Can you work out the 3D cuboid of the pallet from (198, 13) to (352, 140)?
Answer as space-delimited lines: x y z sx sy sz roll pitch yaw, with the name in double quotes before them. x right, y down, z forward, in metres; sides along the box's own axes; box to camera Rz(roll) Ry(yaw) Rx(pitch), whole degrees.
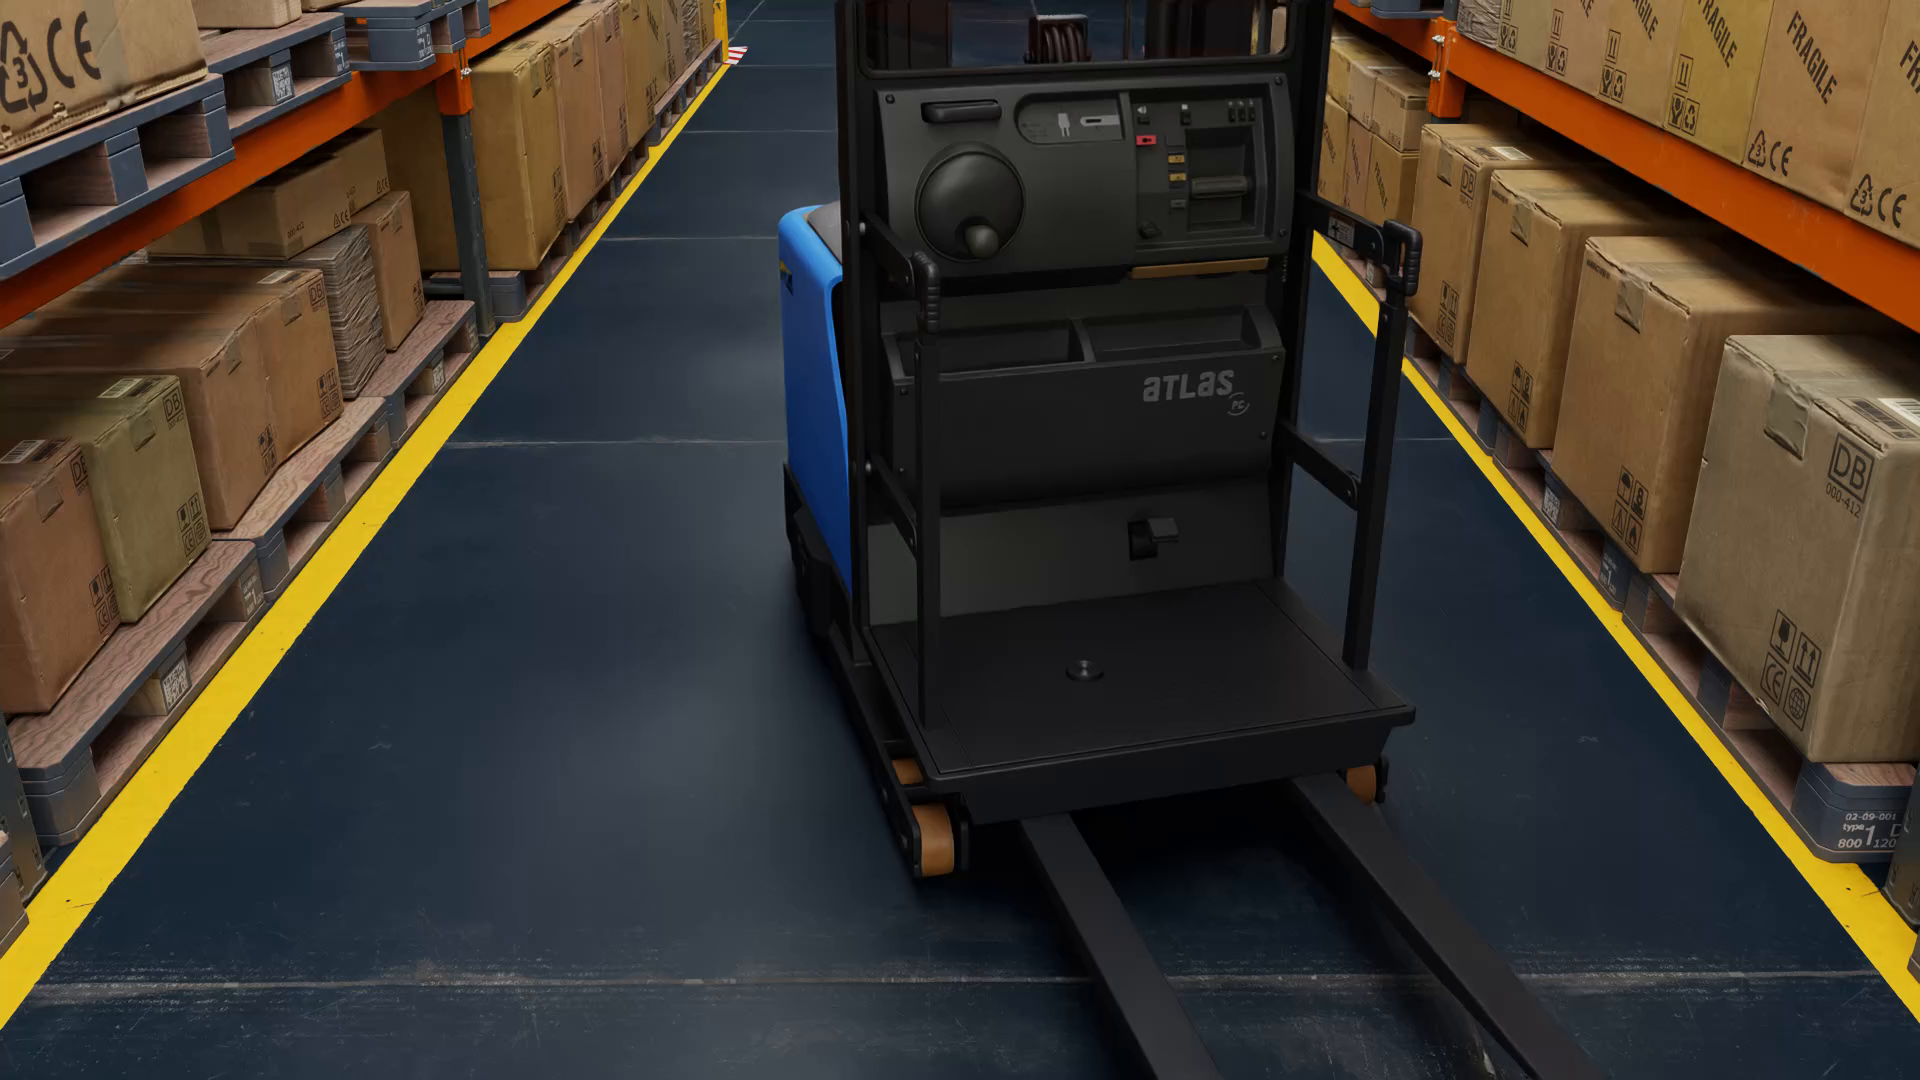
"pallet" -2.464 -1.348 4.824 1.003 0.211 1.213 0 24 -1

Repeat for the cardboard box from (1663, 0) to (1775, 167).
"cardboard box" 2.193 -1.260 4.274 0.500 0.500 0.500 0 24 0

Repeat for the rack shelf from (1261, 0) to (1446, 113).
"rack shelf" 2.412 -2.728 8.515 1.077 0.370 4.000 0 24 -1

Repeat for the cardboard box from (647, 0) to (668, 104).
"cardboard box" -2.498 -3.395 11.186 0.875 0.875 0.875 0 24 -1

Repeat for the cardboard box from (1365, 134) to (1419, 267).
"cardboard box" 2.165 -1.554 7.571 0.500 0.500 0.500 0 24 -1

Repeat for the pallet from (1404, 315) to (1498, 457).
"pallet" 2.367 -0.636 6.401 1.003 0.211 1.213 0 24 -1

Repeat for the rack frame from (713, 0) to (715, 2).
"rack frame" -2.614 -5.548 13.877 1.000 3.000 0.127 0 24 -1

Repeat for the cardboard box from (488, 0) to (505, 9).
"cardboard box" -2.260 -2.498 7.013 0.500 0.500 0.500 0 24 1

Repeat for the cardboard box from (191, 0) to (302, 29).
"cardboard box" -2.239 -1.696 5.012 0.396 0.266 0.258 -1 24 -2

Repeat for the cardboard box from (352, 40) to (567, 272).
"cardboard box" -2.514 -1.759 7.568 1.225 0.875 0.875 -1 24 -3

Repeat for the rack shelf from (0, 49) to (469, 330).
"rack shelf" -2.505 -1.099 4.914 1.077 0.370 4.000 0 24 -1

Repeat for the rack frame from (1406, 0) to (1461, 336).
"rack frame" 2.434 -2.232 6.545 1.000 3.000 0.127 0 24 -1

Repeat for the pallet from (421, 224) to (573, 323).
"pallet" -2.460 -1.306 7.881 1.003 0.211 1.213 0 24 -1

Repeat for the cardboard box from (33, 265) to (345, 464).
"cardboard box" -2.468 -0.575 5.380 0.700 0.500 0.500 2 24 4

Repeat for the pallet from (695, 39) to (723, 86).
"pallet" -2.527 -3.948 13.723 1.003 0.211 1.213 0 24 -1

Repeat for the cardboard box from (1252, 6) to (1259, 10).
"cardboard box" 2.047 -3.932 12.532 0.380 0.149 0.250 0 24 0

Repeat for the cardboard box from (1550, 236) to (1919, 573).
"cardboard box" 2.374 -0.403 4.721 1.050 0.750 0.750 0 24 -1

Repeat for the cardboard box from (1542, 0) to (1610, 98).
"cardboard box" 2.182 -1.674 5.190 0.500 0.500 0.500 0 24 -1

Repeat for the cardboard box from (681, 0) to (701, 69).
"cardboard box" -2.517 -4.133 12.816 0.875 0.875 0.875 0 24 -1

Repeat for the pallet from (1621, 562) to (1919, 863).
"pallet" 2.394 0.369 4.178 1.003 0.211 1.213 0 24 -1

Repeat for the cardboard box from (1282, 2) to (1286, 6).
"cardboard box" 2.679 -4.048 12.787 0.380 0.149 0.250 1 24 1

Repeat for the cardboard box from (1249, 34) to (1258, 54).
"cardboard box" 2.084 -3.294 11.122 0.380 0.149 0.250 0 24 0

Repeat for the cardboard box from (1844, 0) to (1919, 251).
"cardboard box" 2.204 -0.843 3.353 0.500 0.500 0.500 0 24 -1

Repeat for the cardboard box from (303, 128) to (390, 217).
"cardboard box" -2.490 -1.379 6.248 0.500 0.250 0.500 1 24 2

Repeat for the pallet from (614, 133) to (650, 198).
"pallet" -2.487 -2.311 10.105 1.003 0.211 1.213 0 24 -1

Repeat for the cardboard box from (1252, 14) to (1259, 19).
"cardboard box" 2.038 -3.726 12.077 0.380 0.149 0.250 -1 24 -2

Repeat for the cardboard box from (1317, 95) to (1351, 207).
"cardboard box" 2.141 -1.986 8.525 0.500 0.500 0.500 -1 24 -3

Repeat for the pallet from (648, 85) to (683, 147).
"pallet" -2.501 -2.943 11.500 1.003 0.211 1.213 0 24 -1

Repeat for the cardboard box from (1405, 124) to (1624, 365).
"cardboard box" 2.350 -1.147 6.366 1.050 0.750 0.750 -1 24 -1

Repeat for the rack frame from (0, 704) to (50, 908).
"rack frame" -2.483 -0.603 2.943 1.000 3.000 0.127 0 24 -1

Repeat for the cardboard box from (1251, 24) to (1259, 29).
"cardboard box" 2.149 -3.504 11.586 0.380 0.149 0.250 1 24 1

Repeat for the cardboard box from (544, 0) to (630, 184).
"cardboard box" -2.533 -2.491 9.186 1.225 0.875 0.875 -1 24 -2

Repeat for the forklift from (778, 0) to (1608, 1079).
"forklift" 0.343 -0.777 3.412 1.130 2.935 3.031 -6 25 -14

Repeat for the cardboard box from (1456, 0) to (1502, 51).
"cardboard box" 2.169 -2.091 6.113 0.500 0.500 0.500 0 24 0

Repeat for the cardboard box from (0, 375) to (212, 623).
"cardboard box" -2.455 -0.114 4.362 0.700 0.500 0.500 0 24 -1

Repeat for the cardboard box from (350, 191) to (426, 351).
"cardboard box" -2.500 -1.037 6.402 0.700 0.500 0.500 -2 24 -3

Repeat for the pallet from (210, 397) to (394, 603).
"pallet" -2.510 -0.157 5.342 1.003 0.211 1.213 0 24 -1

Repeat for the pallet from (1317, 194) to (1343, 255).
"pallet" 2.416 -1.785 8.940 1.003 0.211 1.213 0 24 -1

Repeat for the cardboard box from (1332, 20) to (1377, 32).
"cardboard box" 2.142 -2.749 9.302 0.500 0.250 0.500 0 24 1

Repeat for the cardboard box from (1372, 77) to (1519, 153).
"cardboard box" 2.164 -1.907 7.440 0.500 0.250 0.500 -1 24 -2

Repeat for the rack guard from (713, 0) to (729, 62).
"rack guard" -2.615 -4.419 14.414 1.175 0.500 0.348 0 24 -1

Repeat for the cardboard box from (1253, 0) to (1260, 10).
"cardboard box" 2.551 -4.371 13.503 0.380 0.149 0.250 0 24 0

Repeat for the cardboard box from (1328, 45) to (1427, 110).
"cardboard box" 2.158 -2.324 8.363 0.500 0.250 0.500 0 24 1

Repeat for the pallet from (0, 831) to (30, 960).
"pallet" -2.441 0.944 2.907 1.003 0.211 1.213 0 24 -1
